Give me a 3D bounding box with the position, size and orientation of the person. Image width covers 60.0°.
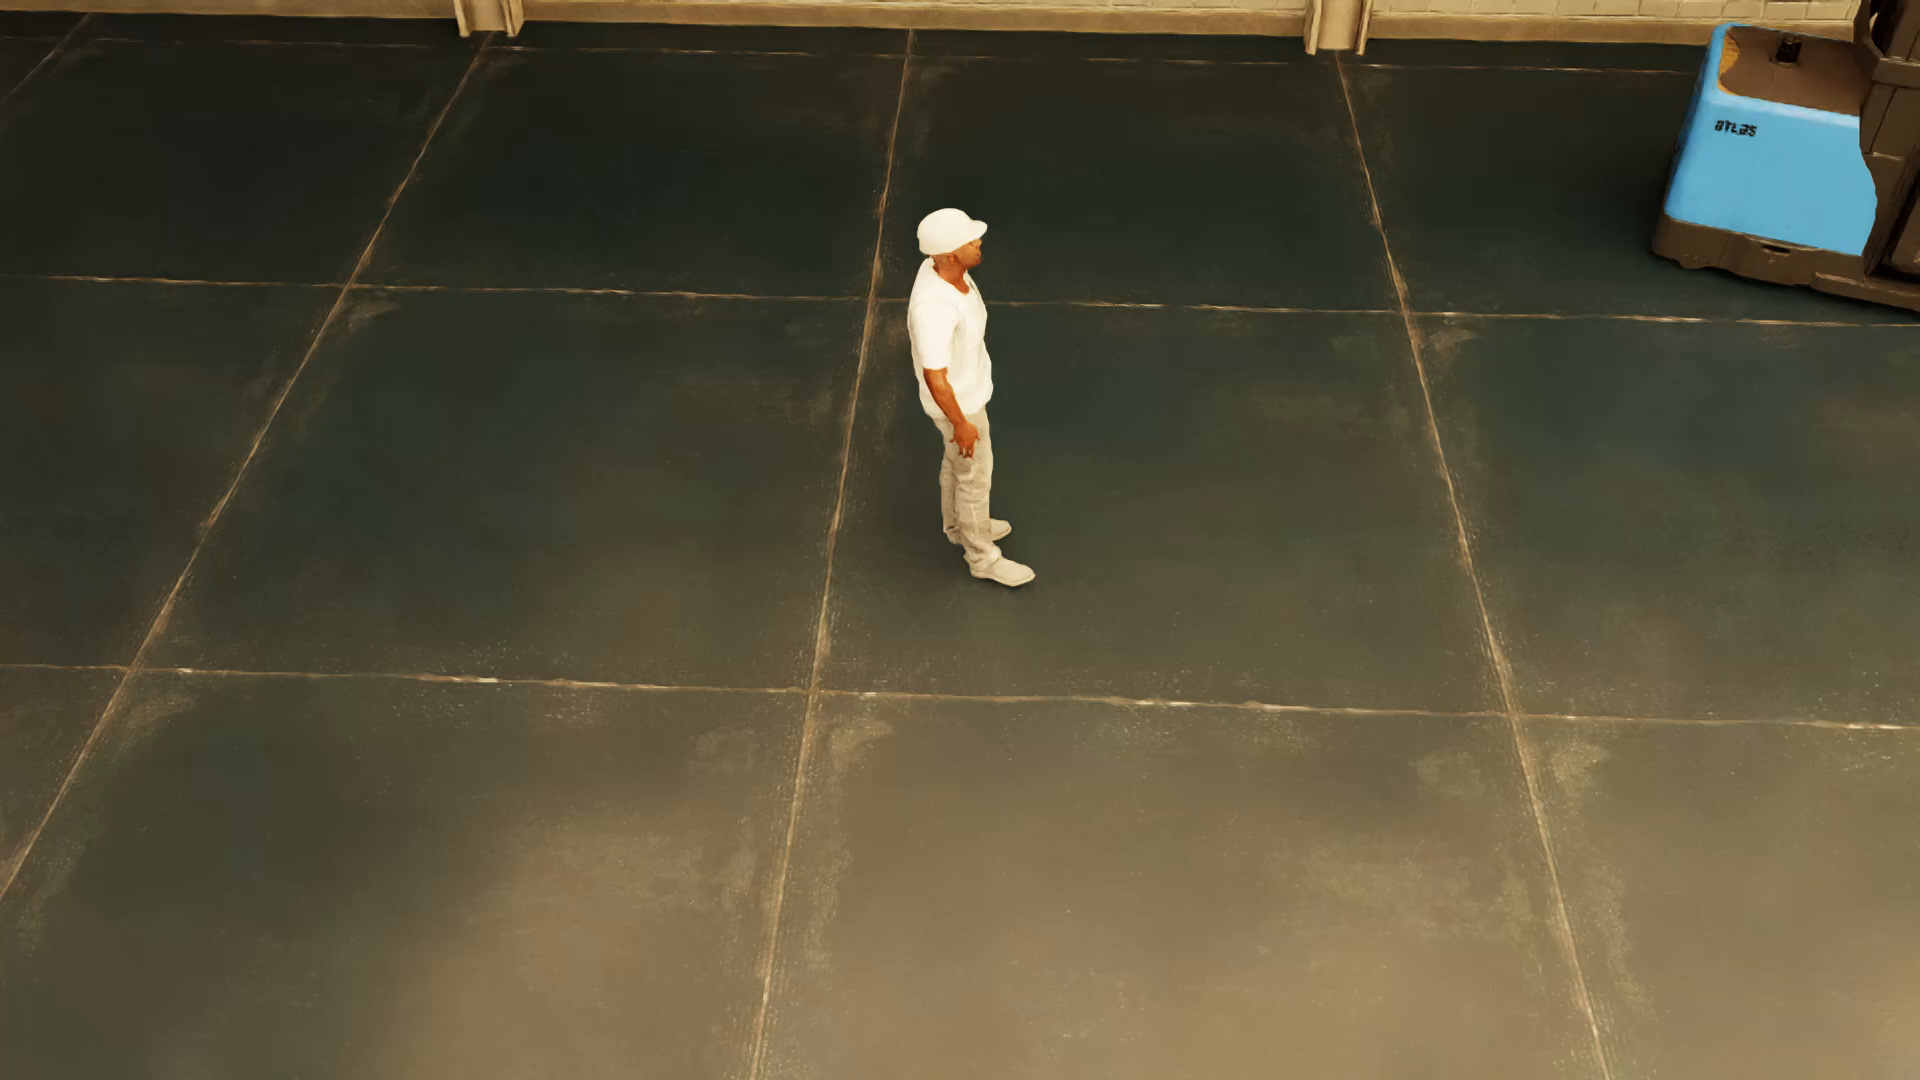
[{"bbox_3d":[0.069,-0.652,7.310,0.576,1.766,0.665,2,42,2],"label":"person"}]

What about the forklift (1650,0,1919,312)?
[{"bbox_3d":[5.582,-2.621,8.613,3.031,2.935,1.130,16,45,16],"label":"forklift"}]
